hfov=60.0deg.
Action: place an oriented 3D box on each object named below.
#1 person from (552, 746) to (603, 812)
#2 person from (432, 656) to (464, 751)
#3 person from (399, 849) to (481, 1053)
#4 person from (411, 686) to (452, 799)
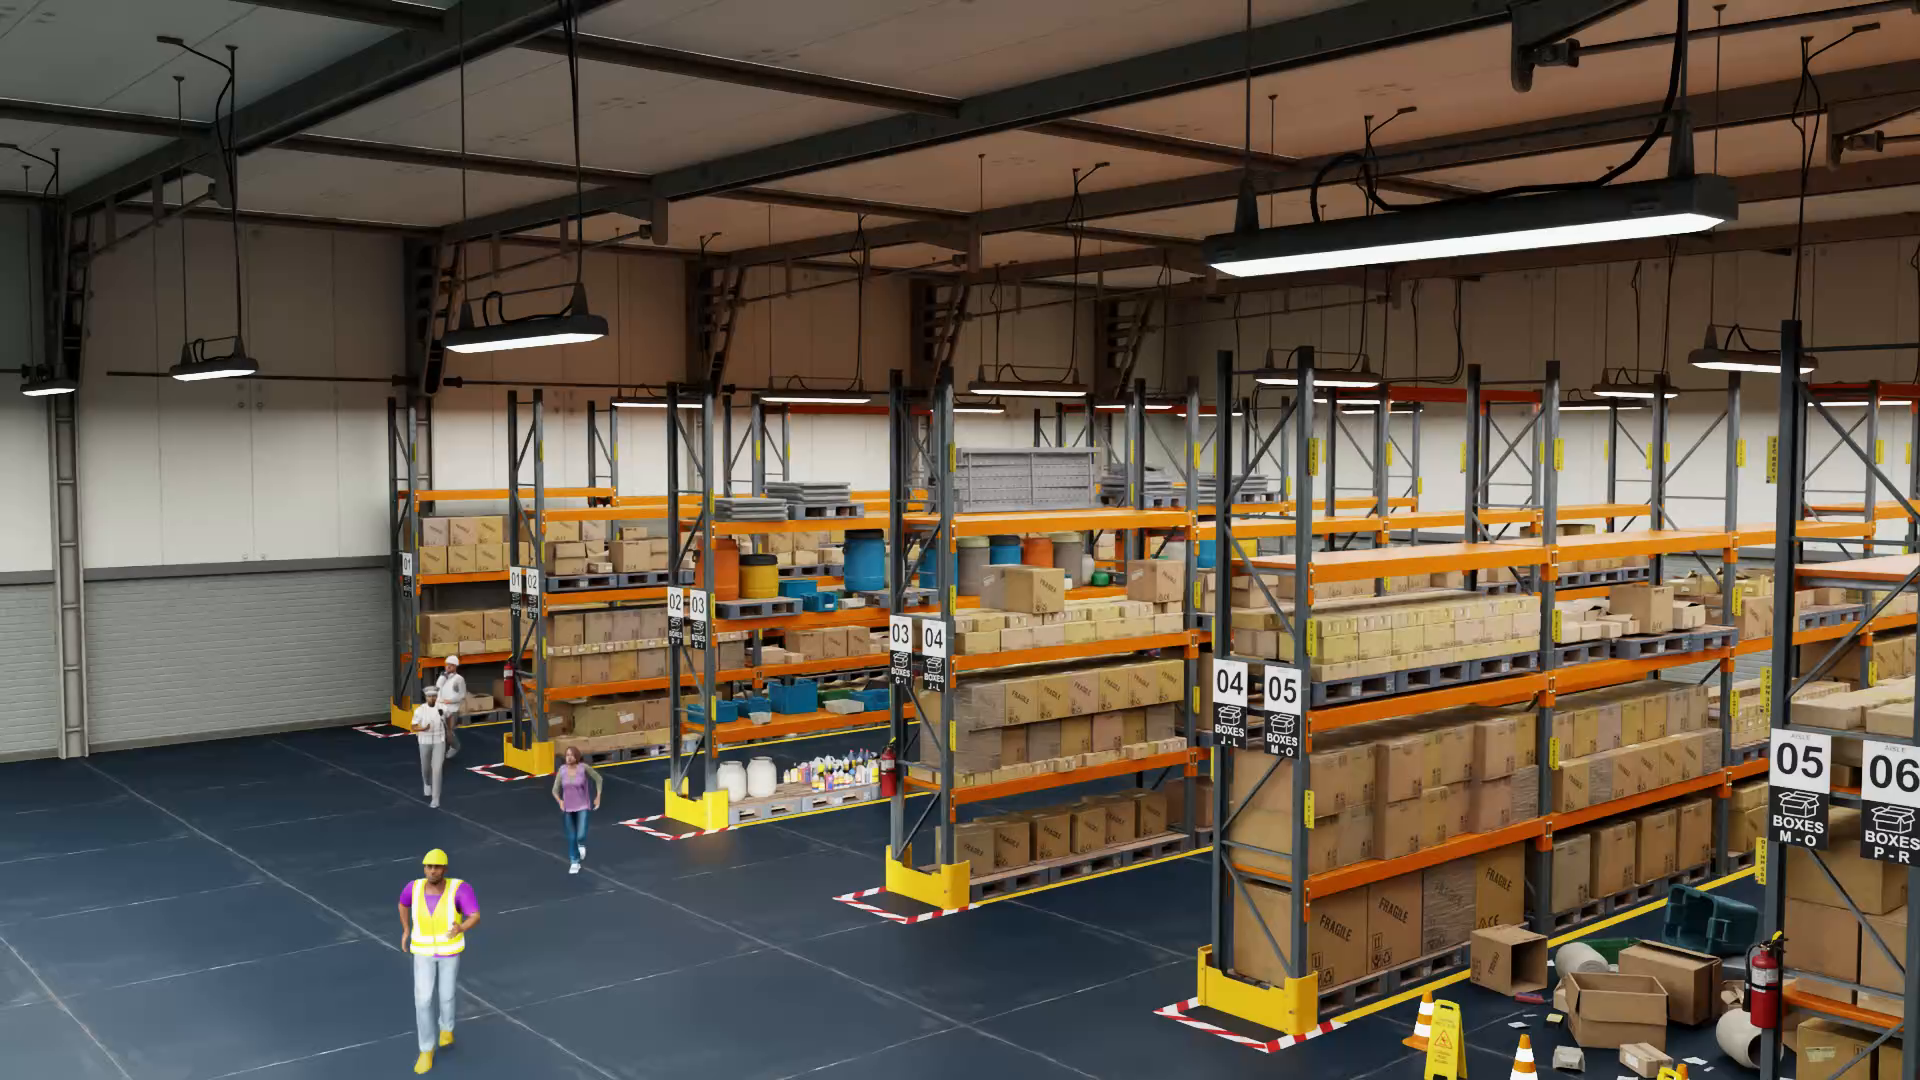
[{"bbox_3d":[-4.576,2.847,19.785,0.577,0.786,0.515,0,3,-3],"label":"person"},{"bbox_3d":[-8.198,2.683,26.782,0.489,1.674,0.678,1,3,16],"label":"person"},{"bbox_3d":[-4.356,3.397,13.913,0.678,1.660,0.775,-1,3,-14],"label":"person"},{"bbox_3d":[-7.548,2.863,23.773,0.573,1.600,0.828,-1,4,-19],"label":"person"}]
